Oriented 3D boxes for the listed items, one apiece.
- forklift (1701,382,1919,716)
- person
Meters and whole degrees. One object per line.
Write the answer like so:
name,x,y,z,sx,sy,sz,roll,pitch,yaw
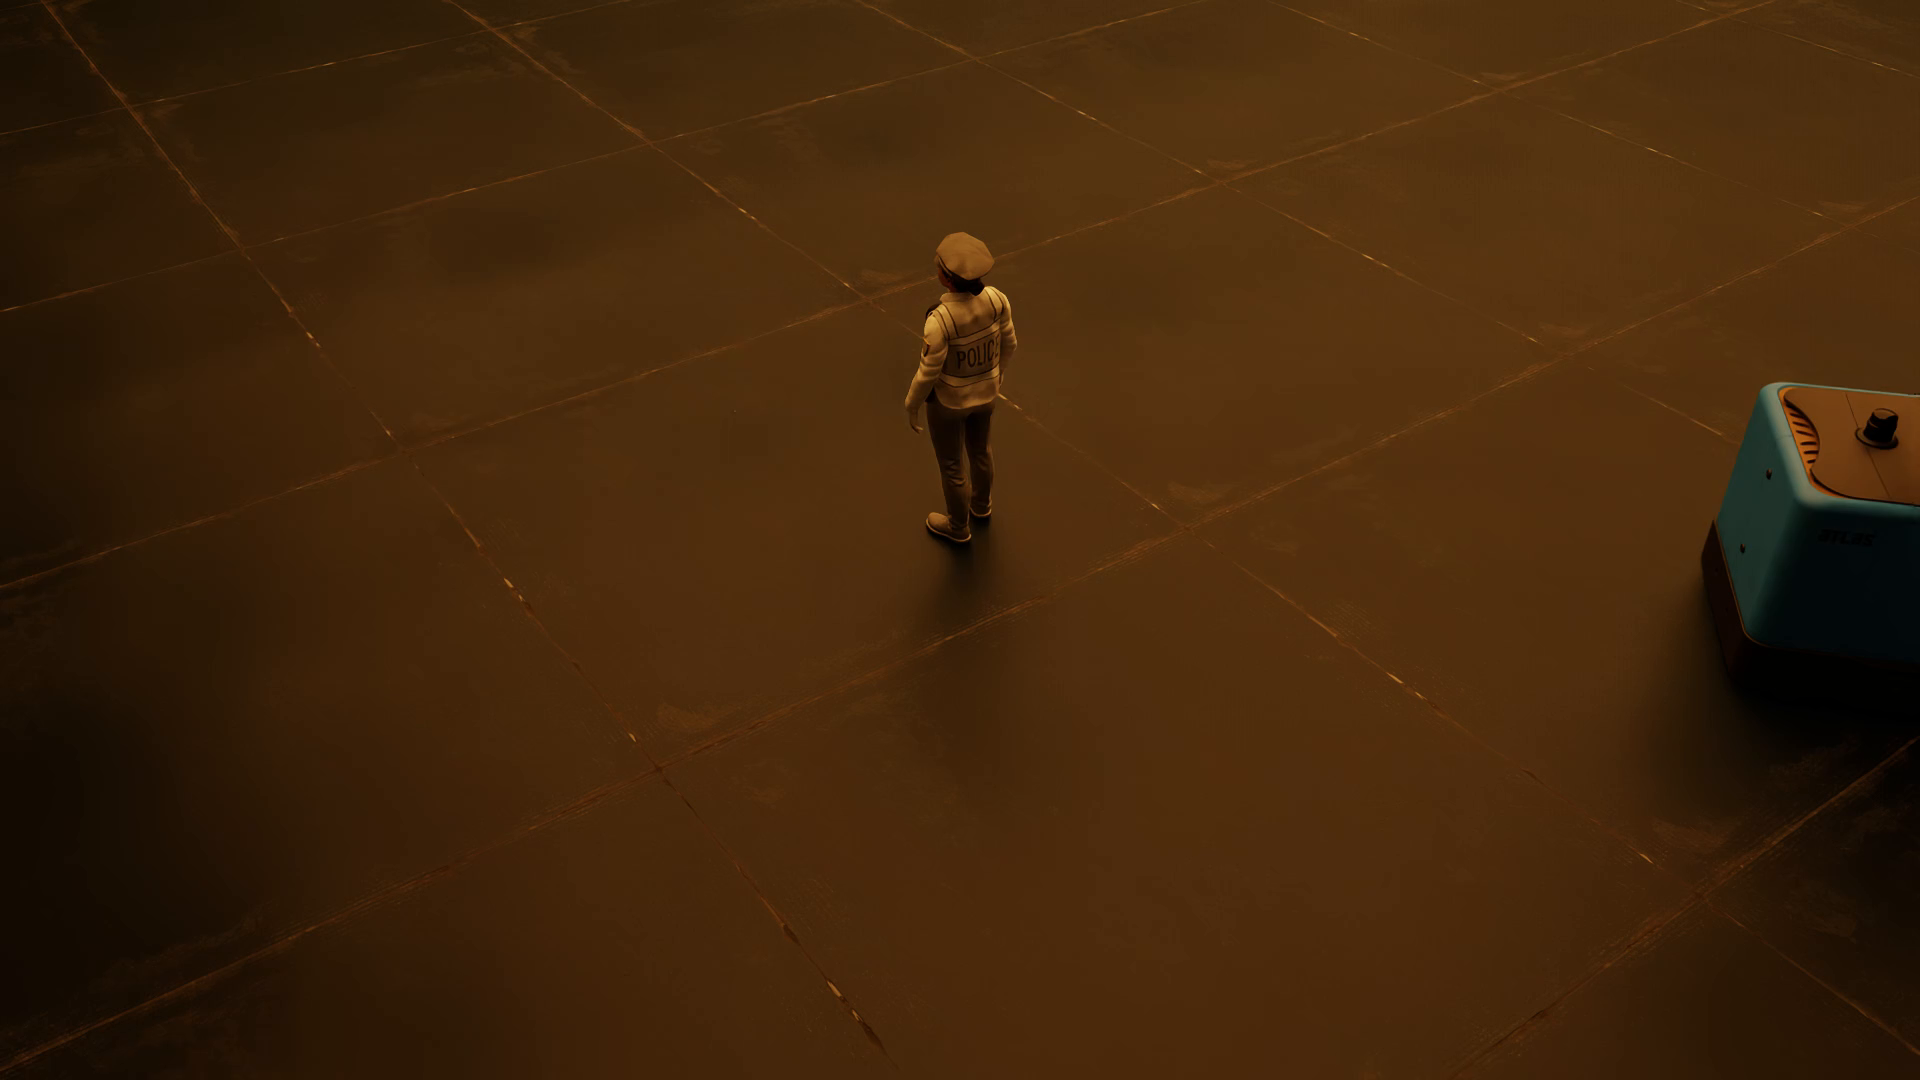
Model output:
forklift,5.028,-0.591,6.744,3.031,2.935,1.130,7,37,9
person,-0.034,-0.723,7.951,0.586,1.694,0.530,-23,42,-28
